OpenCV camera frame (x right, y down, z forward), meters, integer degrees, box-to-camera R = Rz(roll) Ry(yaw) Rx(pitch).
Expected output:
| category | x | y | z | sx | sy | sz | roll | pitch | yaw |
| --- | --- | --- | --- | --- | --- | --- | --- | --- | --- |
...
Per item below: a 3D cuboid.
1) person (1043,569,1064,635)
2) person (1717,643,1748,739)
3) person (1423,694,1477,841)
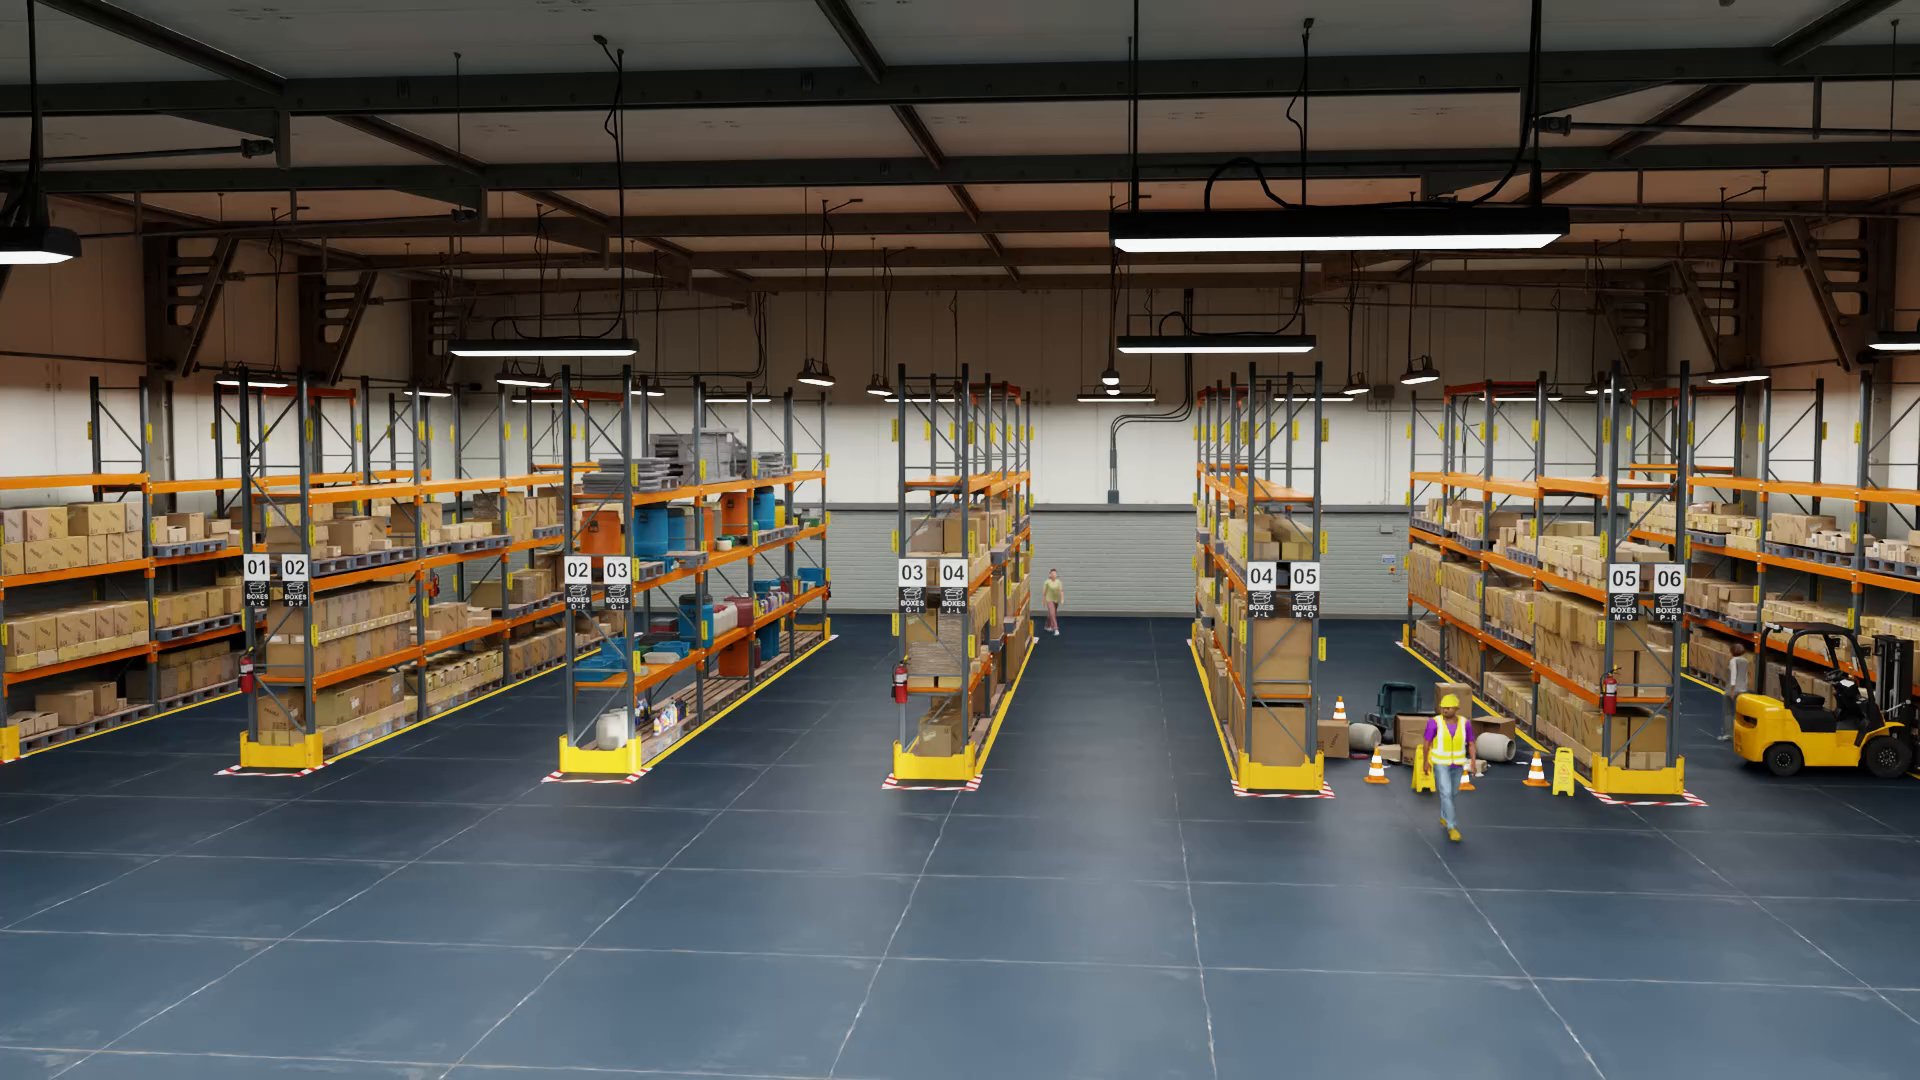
| category | x | y | z | sx | sy | sz | roll | pitch | yaw |
| --- | --- | --- | --- | --- | --- | --- | --- | --- | --- |
| person | 2.328 | 1.518 | 41.339 | 0.454 | 1.599 | 1.096 | -2 | 4 | -23 |
| person | 12.645 | 2.494 | 27.019 | 0.407 | 1.626 | 0.622 | 0 | 4 | 0 |
| person | 6.106 | 2.784 | 20.660 | 0.599 | 1.721 | 0.930 | 0 | 4 | -2 |
